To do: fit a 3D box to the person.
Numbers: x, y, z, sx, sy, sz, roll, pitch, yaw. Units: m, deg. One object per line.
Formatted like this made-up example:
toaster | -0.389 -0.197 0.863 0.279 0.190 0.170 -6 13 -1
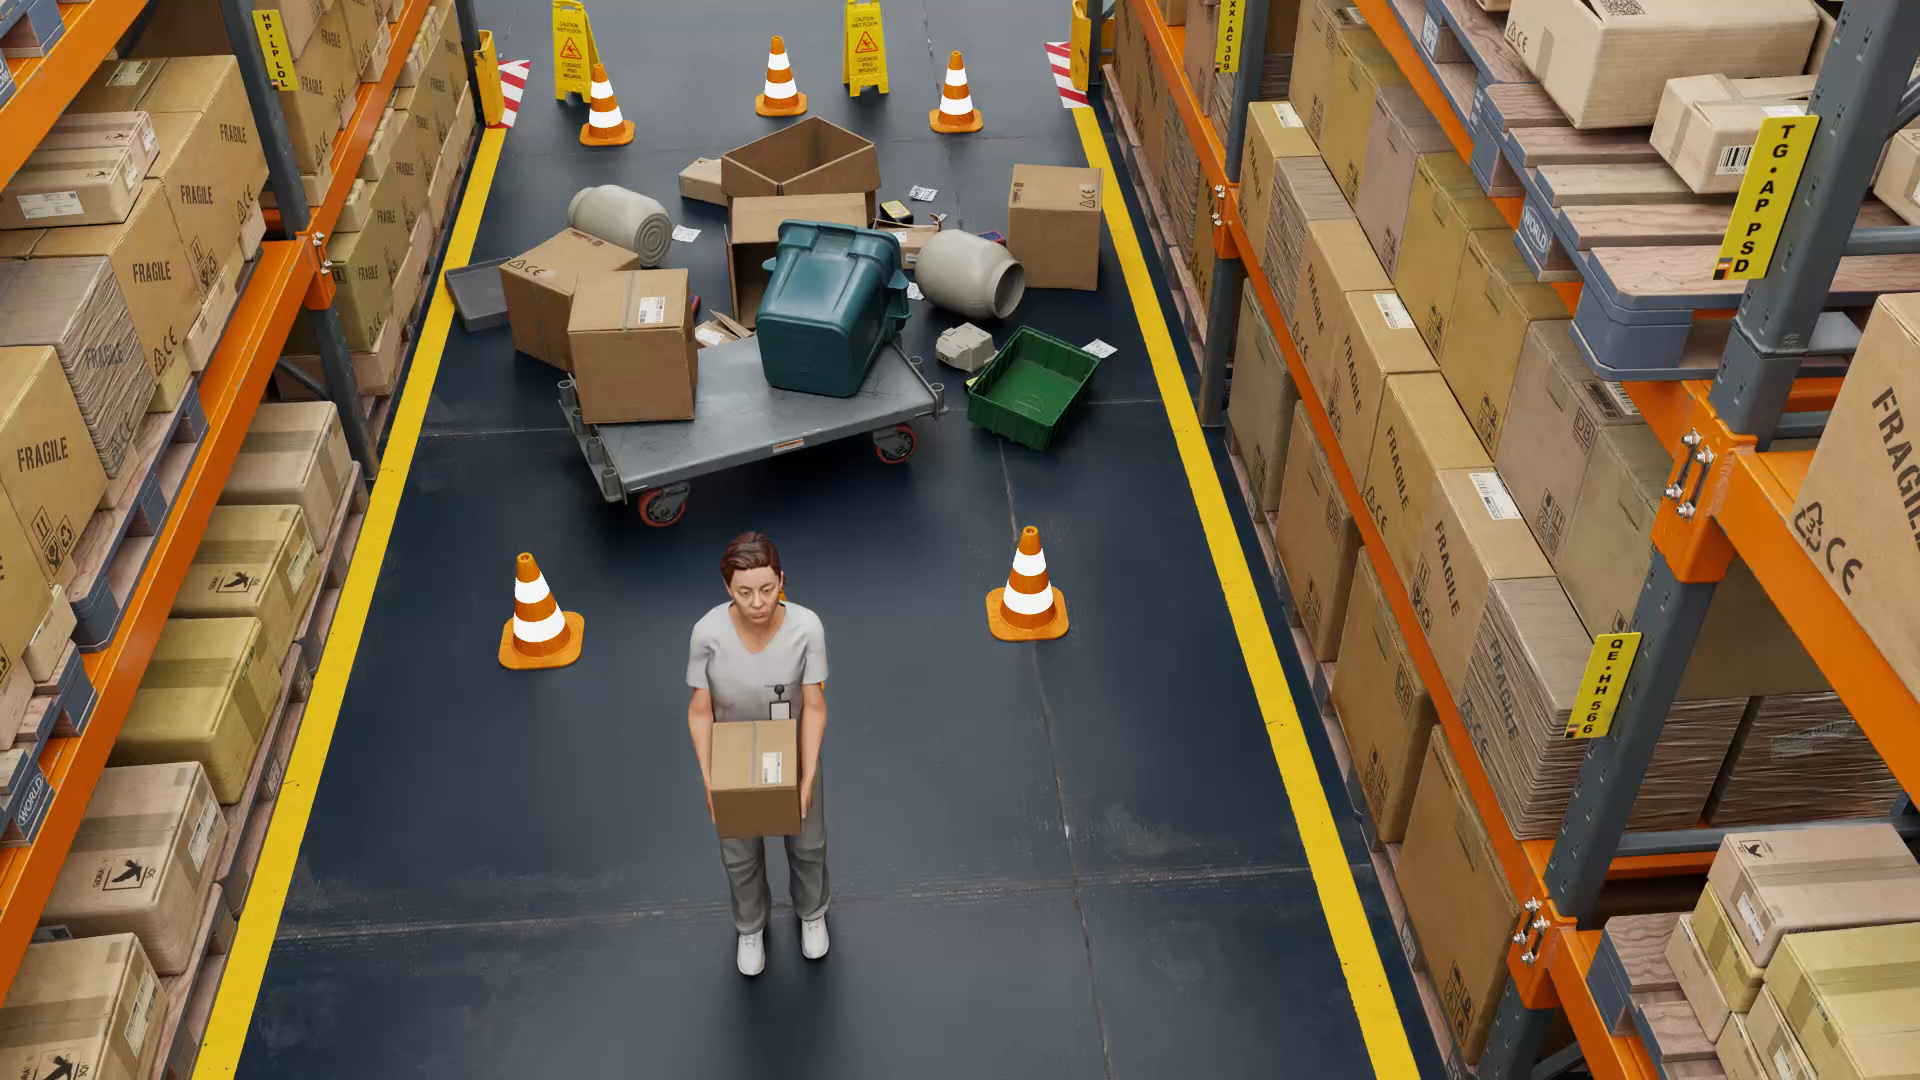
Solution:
person | -0.617 0.732 5.270 0.437 1.662 0.555 -3 39 -3
